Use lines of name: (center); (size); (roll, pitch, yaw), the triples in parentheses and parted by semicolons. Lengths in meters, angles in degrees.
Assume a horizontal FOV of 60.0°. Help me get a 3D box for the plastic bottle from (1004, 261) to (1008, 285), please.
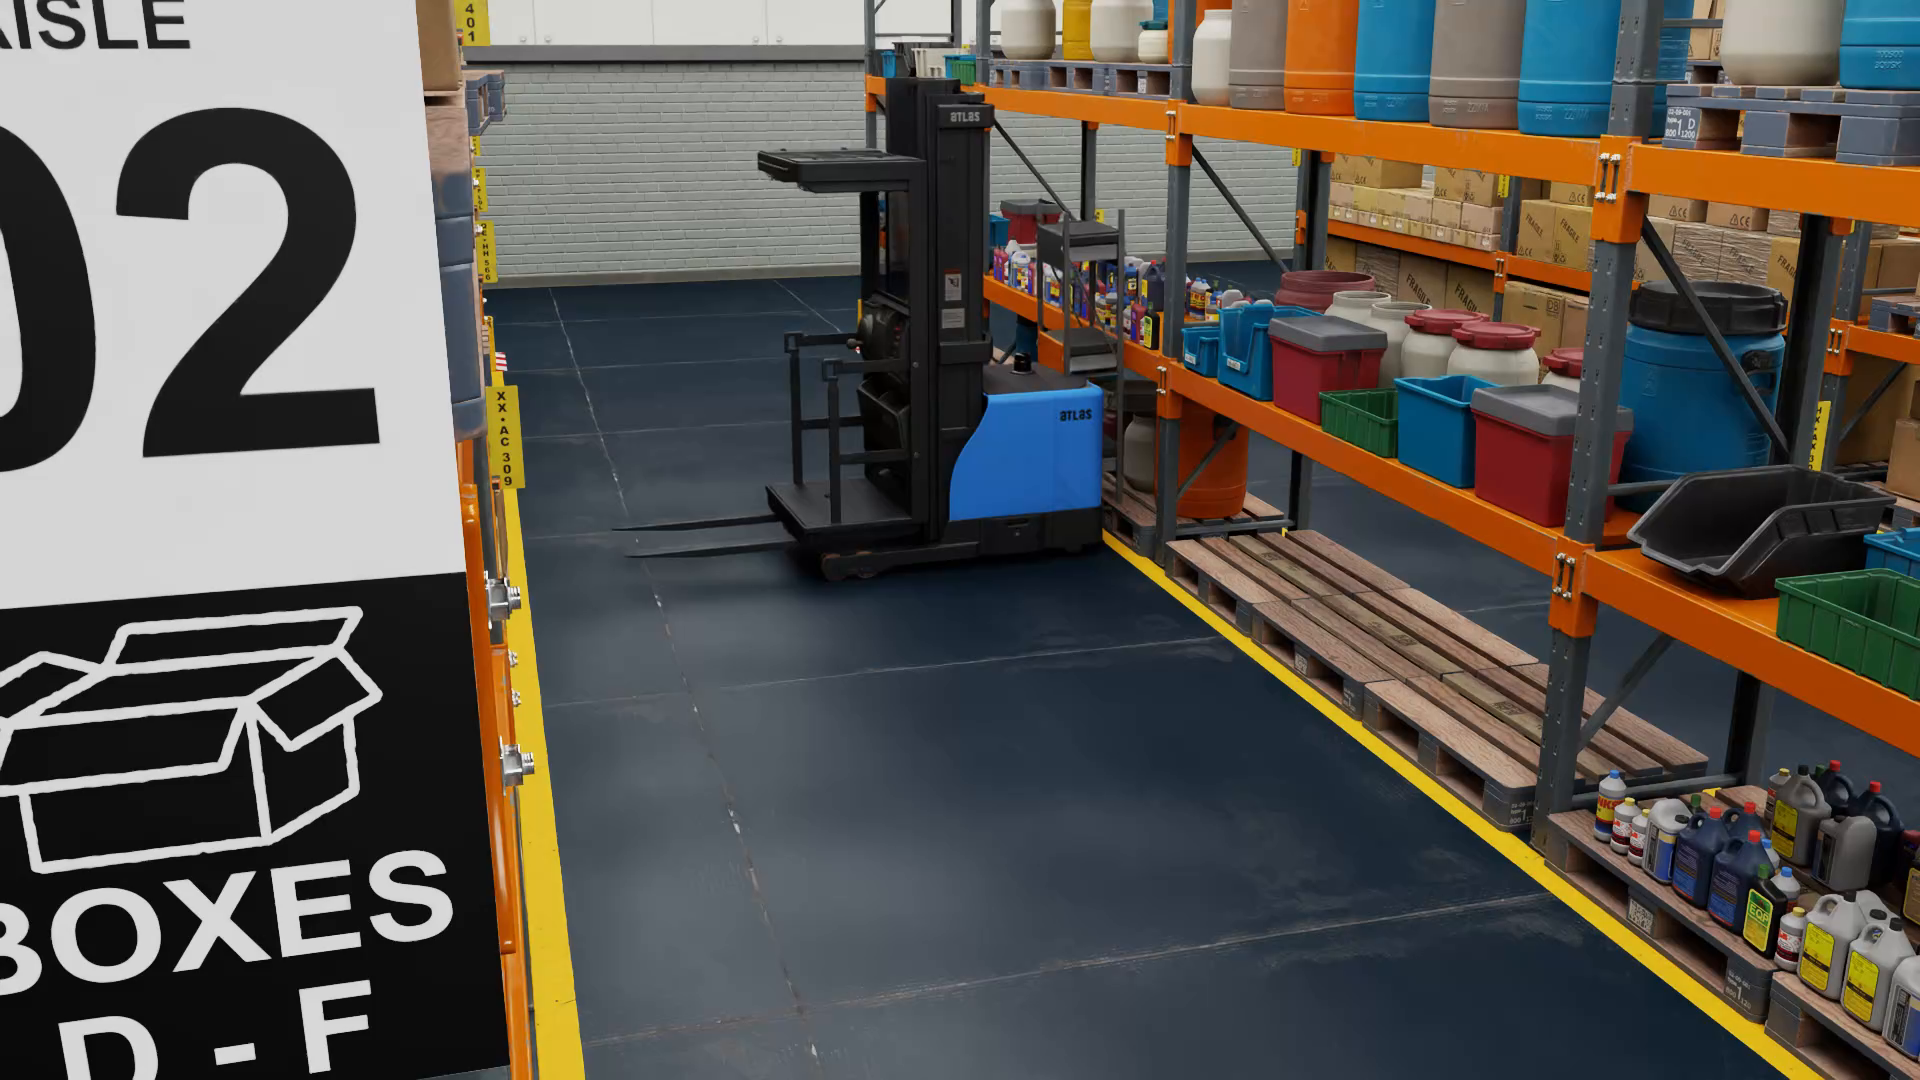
plastic bottle: (0.399, -2.125, 13.156); (0.097, 0.201, 0.097); (0, 17, 0)

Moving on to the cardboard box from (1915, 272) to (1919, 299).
cardboard box: (6.671, -1.810, 10.861); (0.500, 0.500, 0.500); (-7, 18, -22)

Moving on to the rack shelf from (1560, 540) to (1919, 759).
rack shelf: (3.371, 0.688, 4.697); (1.077, 0.370, 4.000); (-5, 17, -15)

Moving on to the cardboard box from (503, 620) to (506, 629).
cardboard box: (-2.240, 0.469, 7.251); (0.500, 0.311, 0.500); (-4, 17, -14)

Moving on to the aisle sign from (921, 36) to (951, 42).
aisle sign: (-0.215, -4.817, 17.255); (0.394, 0.787, 0.004); (-5, 17, -15)

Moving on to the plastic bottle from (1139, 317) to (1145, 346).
plastic bottle: (1.186, -1.332, 10.519); (0.097, 0.201, 0.097); (0, 17, 0)

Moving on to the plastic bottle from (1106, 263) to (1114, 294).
plastic bottle: (1.166, -2.022, 12.692); (0.097, 0.271, 0.097); (0, 17, 0)

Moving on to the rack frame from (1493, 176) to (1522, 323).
rack frame: (5.385, -2.814, 15.106); (1.000, 3.000, 0.127); (-5, 17, -15)

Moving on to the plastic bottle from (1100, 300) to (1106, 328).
plastic bottle: (0.989, -1.531, 11.179); (0.097, 0.201, 0.097); (0, 17, 0)

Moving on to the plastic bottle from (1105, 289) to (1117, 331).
plastic bottle: (1.016, -1.537, 11.079); (0.097, 0.271, 0.097); (0, 17, 0)

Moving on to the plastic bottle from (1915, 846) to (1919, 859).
plastic bottle: (3.417, 1.146, 5.762); (0.144, 0.351, 0.185); (-5, 17, -16)

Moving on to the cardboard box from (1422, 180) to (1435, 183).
cardboard box: (4.813, -3.738, 17.924); (0.500, 0.250, 0.500); (-5, 17, -16)

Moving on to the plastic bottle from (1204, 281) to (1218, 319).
plastic bottle: (1.730, -1.638, 11.393); (0.061, 0.283, 0.133); (-5, 17, -15)

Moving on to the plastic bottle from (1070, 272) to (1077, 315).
plastic bottle: (0.799, -1.742, 11.741); (0.061, 0.283, 0.133); (-5, 17, -15)

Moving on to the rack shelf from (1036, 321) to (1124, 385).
rack shelf: (0.786, -1.118, 10.901); (0.431, 0.518, 0.480); (-8, 21, -16)

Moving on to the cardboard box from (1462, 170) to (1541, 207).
cardboard box: (5.001, -3.350, 15.329); (0.500, 0.500, 0.500); (-4, 17, -14)

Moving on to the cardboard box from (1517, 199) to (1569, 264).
cardboard box: (5.271, -2.715, 14.602); (0.500, 0.500, 0.500); (-5, 17, -15)

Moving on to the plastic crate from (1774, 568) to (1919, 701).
plastic crate: (2.923, 0.290, 5.141); (0.450, 0.188, 0.662); (-5, 17, -15)

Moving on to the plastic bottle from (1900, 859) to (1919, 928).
plastic bottle: (3.325, 1.194, 5.721); (0.061, 0.283, 0.133); (-5, 17, -15)

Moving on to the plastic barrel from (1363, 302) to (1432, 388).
plastic barrel: (2.326, -0.985, 8.824); (0.421, 0.512, 0.421); (0, 17, 0)

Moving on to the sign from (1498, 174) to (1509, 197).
sign: (4.852, -3.222, 14.822); (0.100, 0.325, 0.005); (-5, 17, -15)

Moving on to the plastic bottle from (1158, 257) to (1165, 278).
plastic bottle: (1.493, -1.866, 12.034); (0.144, 0.351, 0.185); (-5, 17, -15)

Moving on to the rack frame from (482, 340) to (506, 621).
rack frame: (-3.042, -0.925, 8.818); (1.000, 3.000, 0.127); (-5, 17, -15)

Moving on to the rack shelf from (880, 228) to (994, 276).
rack shelf: (0.073, -2.631, 15.747); (1.077, 0.370, 4.000); (-5, 17, -15)

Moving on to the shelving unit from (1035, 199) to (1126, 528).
shelving unit: (0.786, -1.131, 10.897); (0.431, 2.100, 0.503); (-8, 21, -16)

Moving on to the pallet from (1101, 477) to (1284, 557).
pallet: (1.465, -0.195, 11.235); (1.003, 0.211, 1.213); (-5, 17, -15)

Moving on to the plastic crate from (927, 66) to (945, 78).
plastic crate: (-0.093, -4.054, 14.479); (0.293, 0.136, 0.466); (-5, 17, -15)

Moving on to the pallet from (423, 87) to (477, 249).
pallet: (-1.352, -0.642, 2.816); (1.003, 0.211, 1.213); (-5, 17, -15)

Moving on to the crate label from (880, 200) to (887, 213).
crate label: (-0.725, -3.383, 17.187); (0.416, 0.233, 0.303); (-5, 17, -15)

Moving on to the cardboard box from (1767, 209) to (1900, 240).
cardboard box: (6.299, -2.439, 11.941); (0.797, 0.503, 0.637); (-4, 17, -13)

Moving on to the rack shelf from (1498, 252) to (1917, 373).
rack shelf: (5.934, -1.916, 13.367); (1.077, 0.370, 4.000); (-5, 17, -15)

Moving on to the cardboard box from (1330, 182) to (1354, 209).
cardboard box: (4.307, -3.694, 17.778); (0.500, 0.250, 0.500); (-5, 17, -16)

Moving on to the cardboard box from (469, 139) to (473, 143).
cardboard box: (-4.567, -3.281, 14.748); (0.500, 0.500, 0.500); (-4, 17, -14)

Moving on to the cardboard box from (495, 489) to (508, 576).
cardboard box: (-2.892, -0.087, 9.609); (0.500, 0.500, 0.500); (-4, 17, -13)

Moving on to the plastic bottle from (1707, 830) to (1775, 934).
plastic bottle: (2.696, 1.157, 5.727); (0.144, 0.351, 0.185); (-5, 18, -18)

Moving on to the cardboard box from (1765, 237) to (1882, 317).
cardboard box: (6.110, -1.872, 11.797); (0.500, 0.500, 0.500); (-4, 17, -14)

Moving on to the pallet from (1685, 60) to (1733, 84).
pallet: (5.946, -3.537, 12.626); (1.003, 0.211, 1.213); (-4, 17, -13)

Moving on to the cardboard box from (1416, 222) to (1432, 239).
cardboard box: (4.703, -3.037, 16.284); (0.380, 0.149, 0.250); (-4, 17, -14)

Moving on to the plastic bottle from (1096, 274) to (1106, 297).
plastic bottle: (0.974, -1.717, 11.656); (0.061, 0.283, 0.133); (-5, 17, -15)

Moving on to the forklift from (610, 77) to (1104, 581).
forklift: (-0.657, -1.322, 10.259); (3.031, 2.935, 1.130); (-6, 18, -18)

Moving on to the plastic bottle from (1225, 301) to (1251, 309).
plastic bottle: (1.767, -1.390, 10.580); (0.152, 0.276, 0.135); (-5, 17, -15)

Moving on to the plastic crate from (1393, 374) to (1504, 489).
plastic crate: (2.219, -0.482, 7.371); (0.392, 0.384, 0.575); (-5, 17, -15)

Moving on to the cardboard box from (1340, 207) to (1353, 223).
cardboard box: (4.281, -3.462, 17.700); (0.380, 0.149, 0.250); (-5, 17, -16)

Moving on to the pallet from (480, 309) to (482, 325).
pallet: (-3.581, -1.371, 10.636); (1.003, 0.211, 1.213); (-5, 17, -15)

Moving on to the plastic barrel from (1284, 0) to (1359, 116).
plastic barrel: (1.919, -2.533, 8.210); (0.600, 0.830, 0.708); (-5, 17, -15)

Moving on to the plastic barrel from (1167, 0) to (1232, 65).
plastic barrel: (1.569, -3.317, 10.088); (0.600, 0.830, 0.708); (-5, 17, -15)

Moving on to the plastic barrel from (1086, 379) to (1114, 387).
plastic barrel: (1.020, -0.921, 12.399); (0.421, 0.512, 0.421); (0, 17, 0)

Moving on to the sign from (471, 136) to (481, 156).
sign: (-4.701, -3.882, 16.101); (0.100, 0.325, 0.005); (-5, 17, -15)

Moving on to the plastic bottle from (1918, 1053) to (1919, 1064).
plastic bottle: (2.951, 1.446, 4.895); (0.152, 0.276, 0.135); (-5, 17, -15)

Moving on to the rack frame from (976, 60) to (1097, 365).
rack frame: (0.623, -2.422, 13.802); (1.000, 3.000, 0.127); (-5, 17, -15)

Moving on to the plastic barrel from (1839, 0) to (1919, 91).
plastic barrel: (2.992, -1.803, 4.927); (0.600, 0.901, 0.708); (-5, 17, -15)
